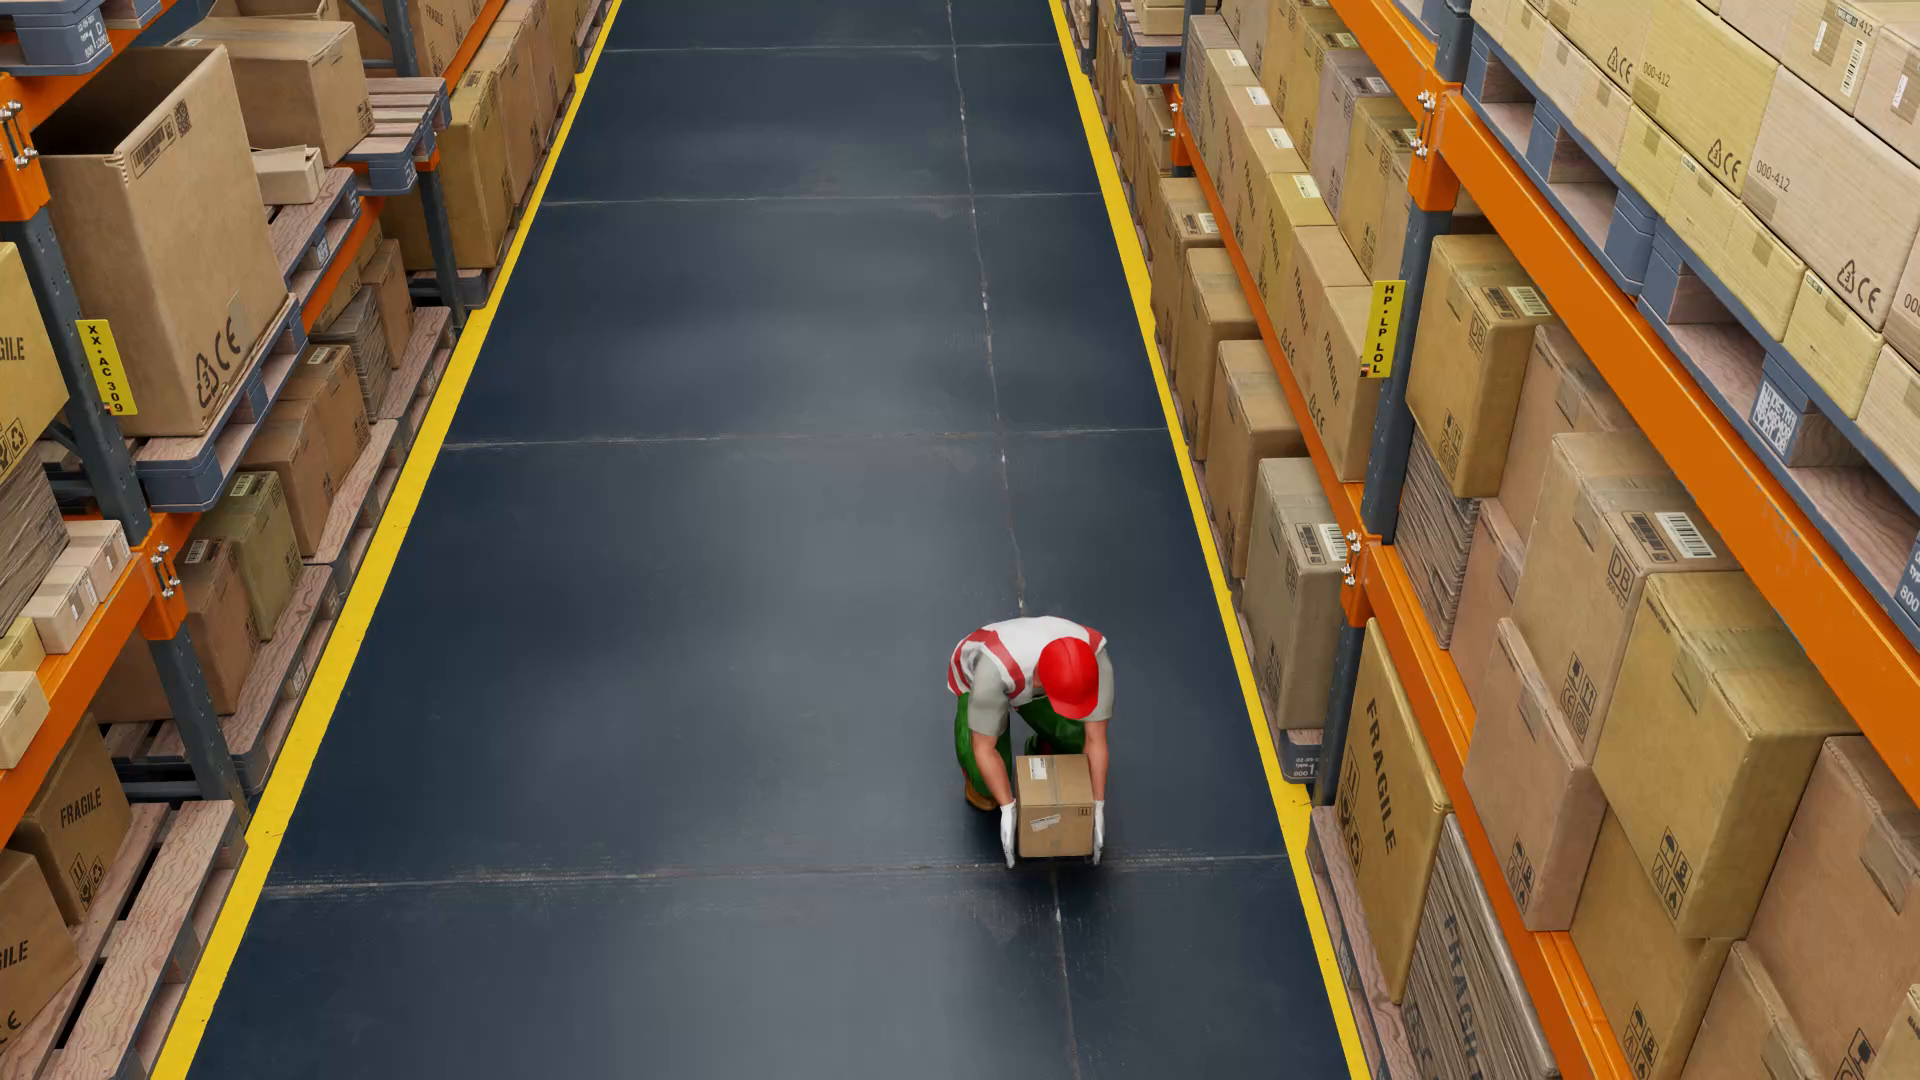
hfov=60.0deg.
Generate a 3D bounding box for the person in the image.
[{"bbox_3d":[0.261,0.616,5.956,0.551,0.980,0.923,-9,36,-12],"label":"person"}]
